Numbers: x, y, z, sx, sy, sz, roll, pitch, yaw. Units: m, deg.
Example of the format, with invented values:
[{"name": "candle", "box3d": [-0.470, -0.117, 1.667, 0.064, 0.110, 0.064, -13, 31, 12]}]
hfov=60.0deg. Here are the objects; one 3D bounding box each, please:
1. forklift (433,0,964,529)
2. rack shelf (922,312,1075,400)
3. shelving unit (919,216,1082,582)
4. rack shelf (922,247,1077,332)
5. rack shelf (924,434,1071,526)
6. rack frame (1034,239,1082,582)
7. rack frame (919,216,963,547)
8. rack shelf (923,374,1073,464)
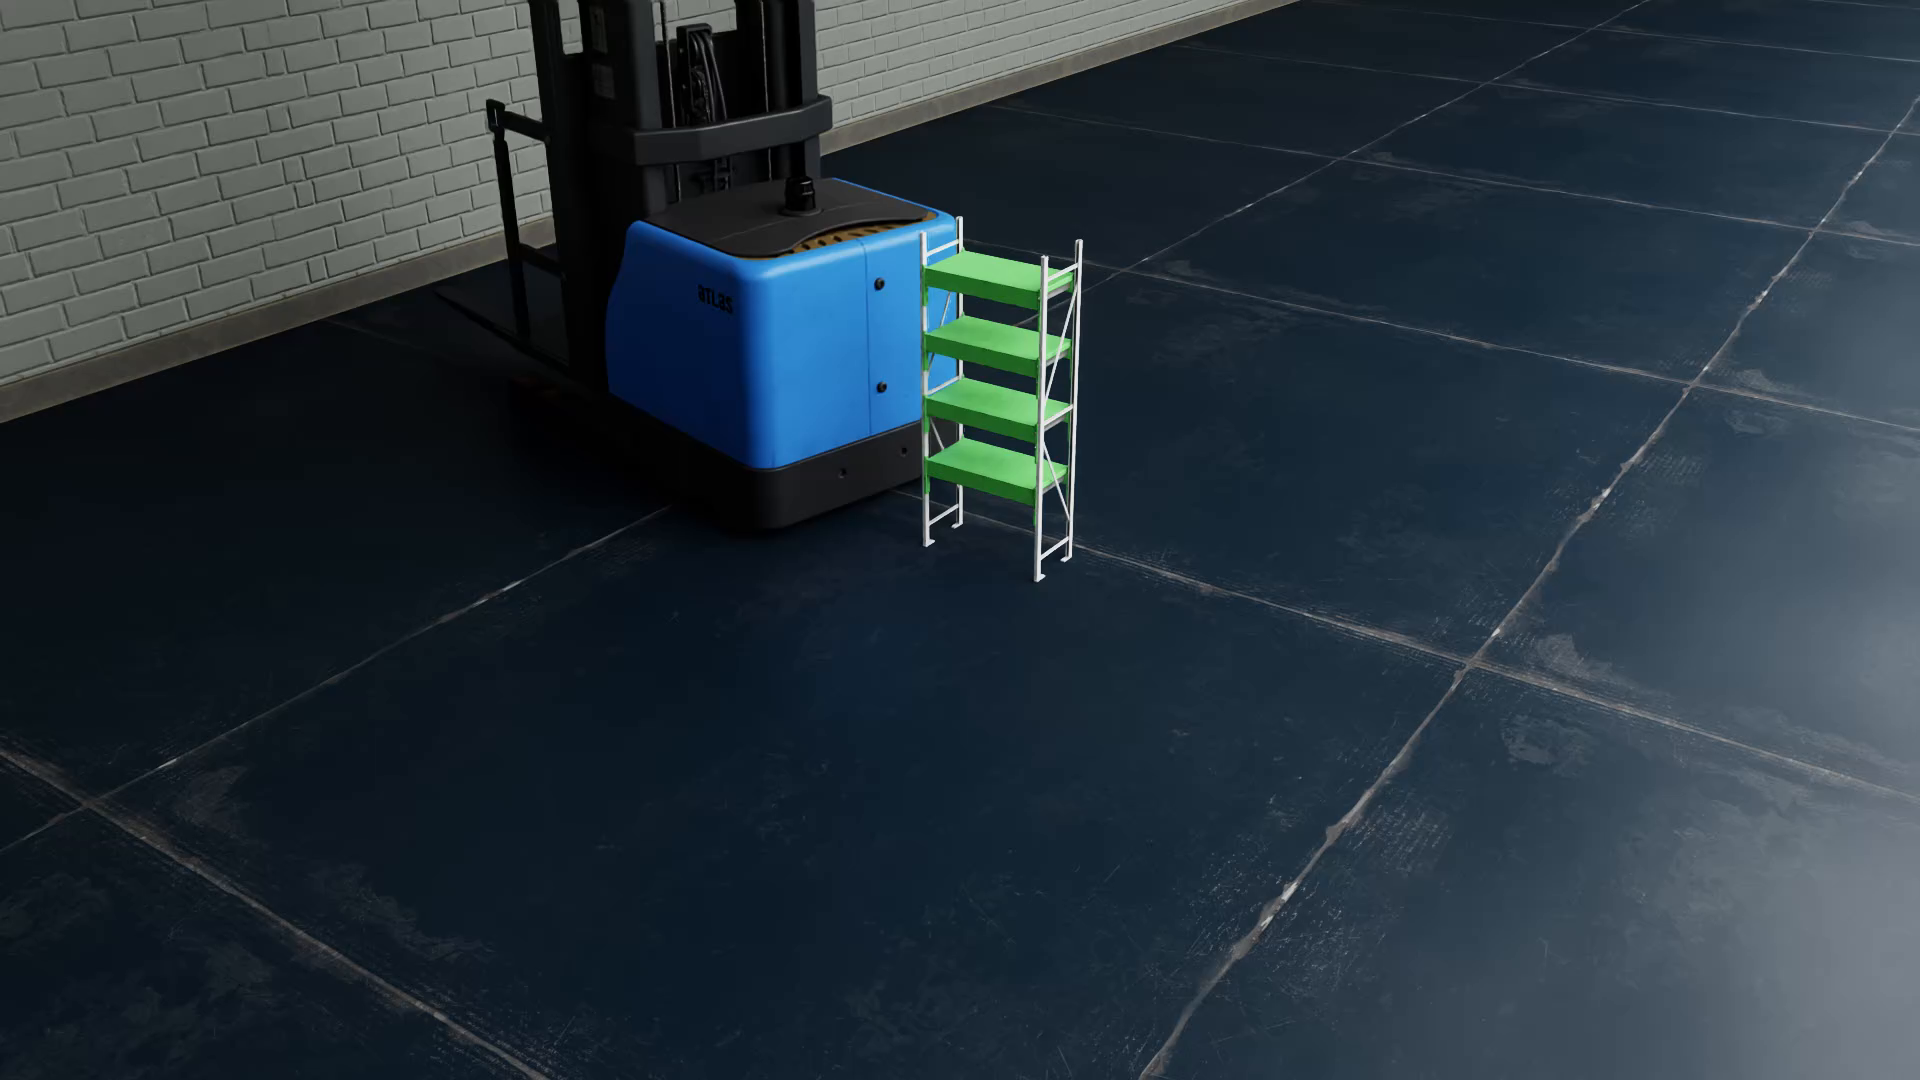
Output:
[{"name": "forklift", "box3d": [-1.340, -1.932, 6.814, 1.130, 2.935, 3.031, -22, 34, -36]}, {"name": "rack shelf", "box3d": [0.136, -0.649, 5.814, 0.480, 0.148, 0.258, 17, 32, 30]}, {"name": "shelving unit", "box3d": [0.136, -0.492, 5.894, 0.503, 1.200, 0.258, 17, 32, 30]}, {"name": "rack shelf", "box3d": [0.136, -0.863, 5.706, 0.480, 0.148, 0.258, 17, 32, 30]}, {"name": "rack shelf", "box3d": [0.136, -0.221, 6.032, 0.480, 0.148, 0.258, 17, 32, 30]}, {"name": "rack frame", "box3d": [0.338, -0.430, 5.771, 0.015, 1.200, 0.240, 17, 32, 30]}, {"name": "rack frame", "box3d": [-0.065, -0.555, 6.017, 0.015, 1.200, 0.240, 17, 32, 30]}, {"name": "rack shelf", "box3d": [0.136, -0.435, 5.923, 0.480, 0.148, 0.258, 17, 32, 30]}]
